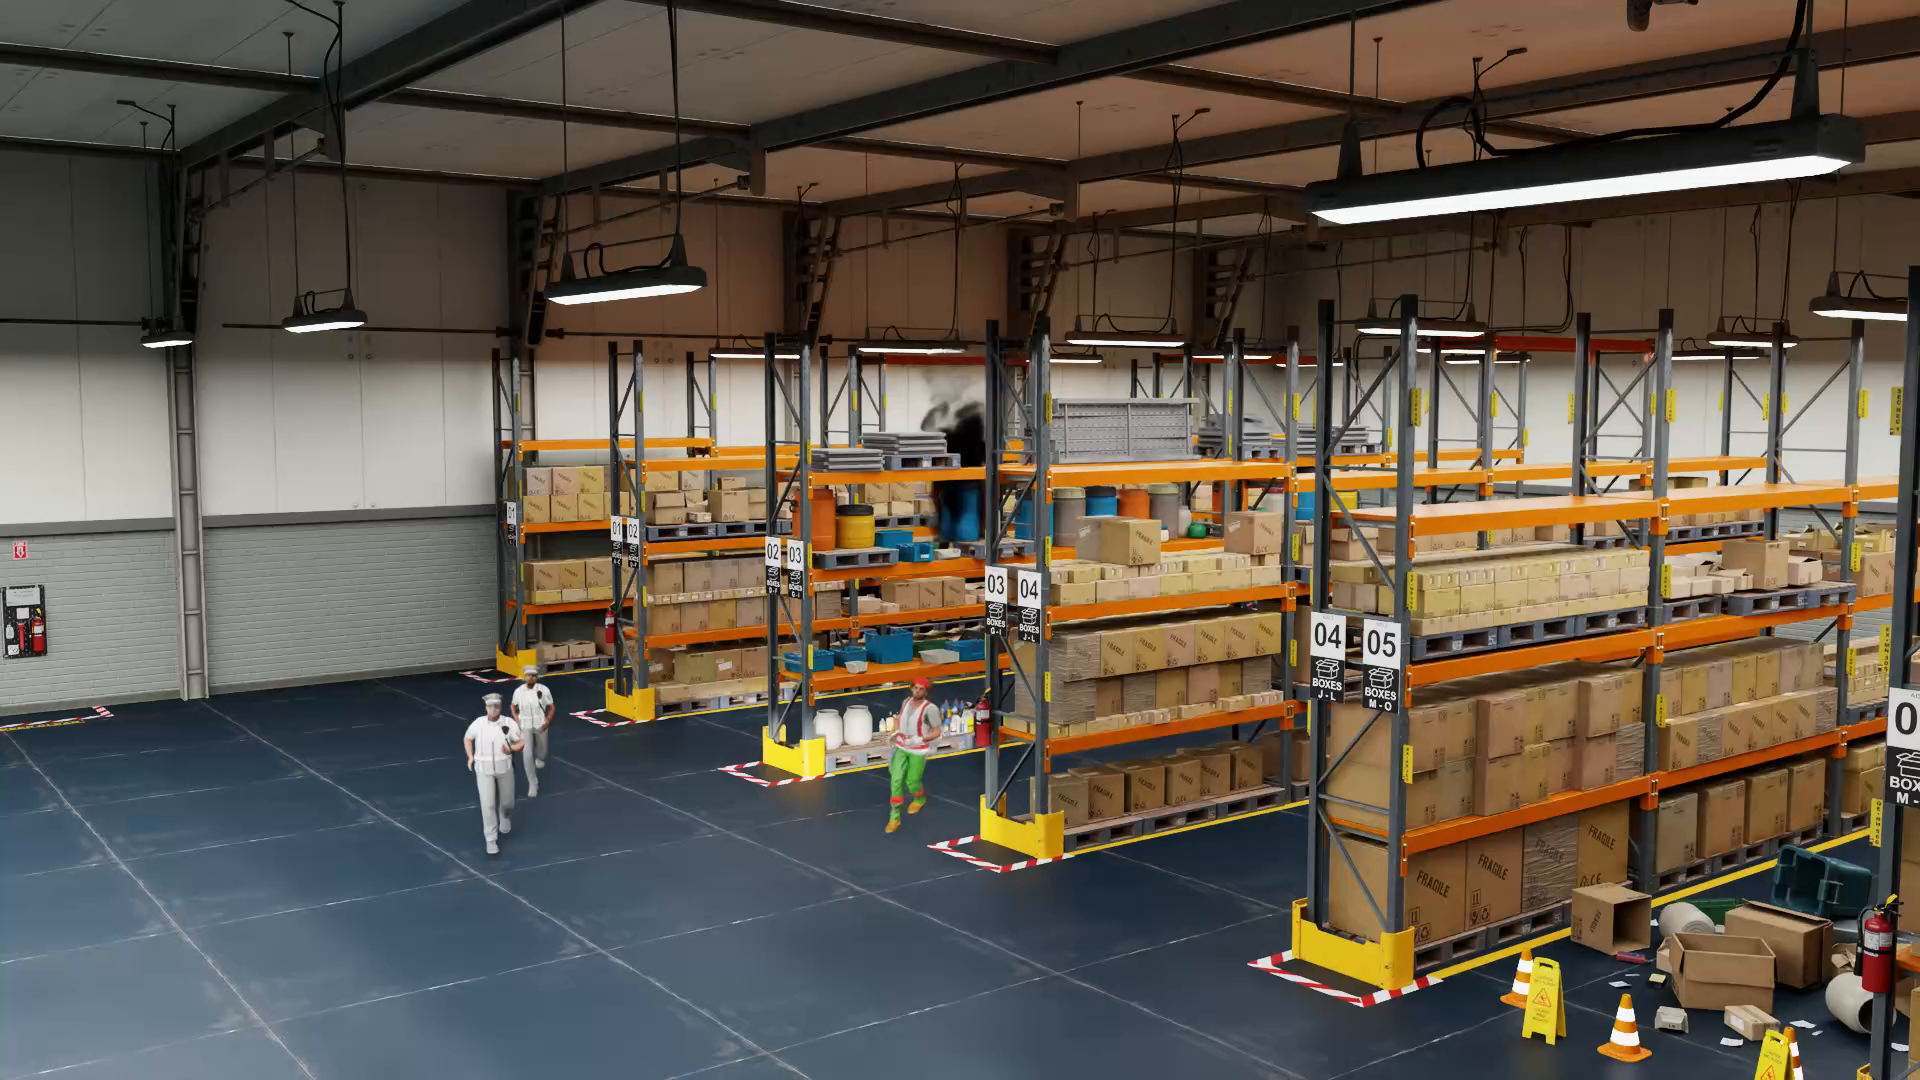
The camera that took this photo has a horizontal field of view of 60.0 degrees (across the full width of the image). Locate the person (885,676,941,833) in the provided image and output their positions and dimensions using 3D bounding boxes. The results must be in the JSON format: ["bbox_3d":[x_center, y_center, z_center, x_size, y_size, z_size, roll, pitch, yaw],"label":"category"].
[{"bbox_3d":[-0.519,2.470,19.427,0.695,1.780,0.854,2,6,26],"label":"person"}]

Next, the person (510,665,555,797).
[{"bbox_3d":[-5.586,2.452,21.749,0.566,1.684,0.886,-1,5,-15],"label":"person"}]

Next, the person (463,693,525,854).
[{"bbox_3d":[-5.304,2.608,18.966,0.672,1.755,0.953,-2,5,-17],"label":"person"}]
